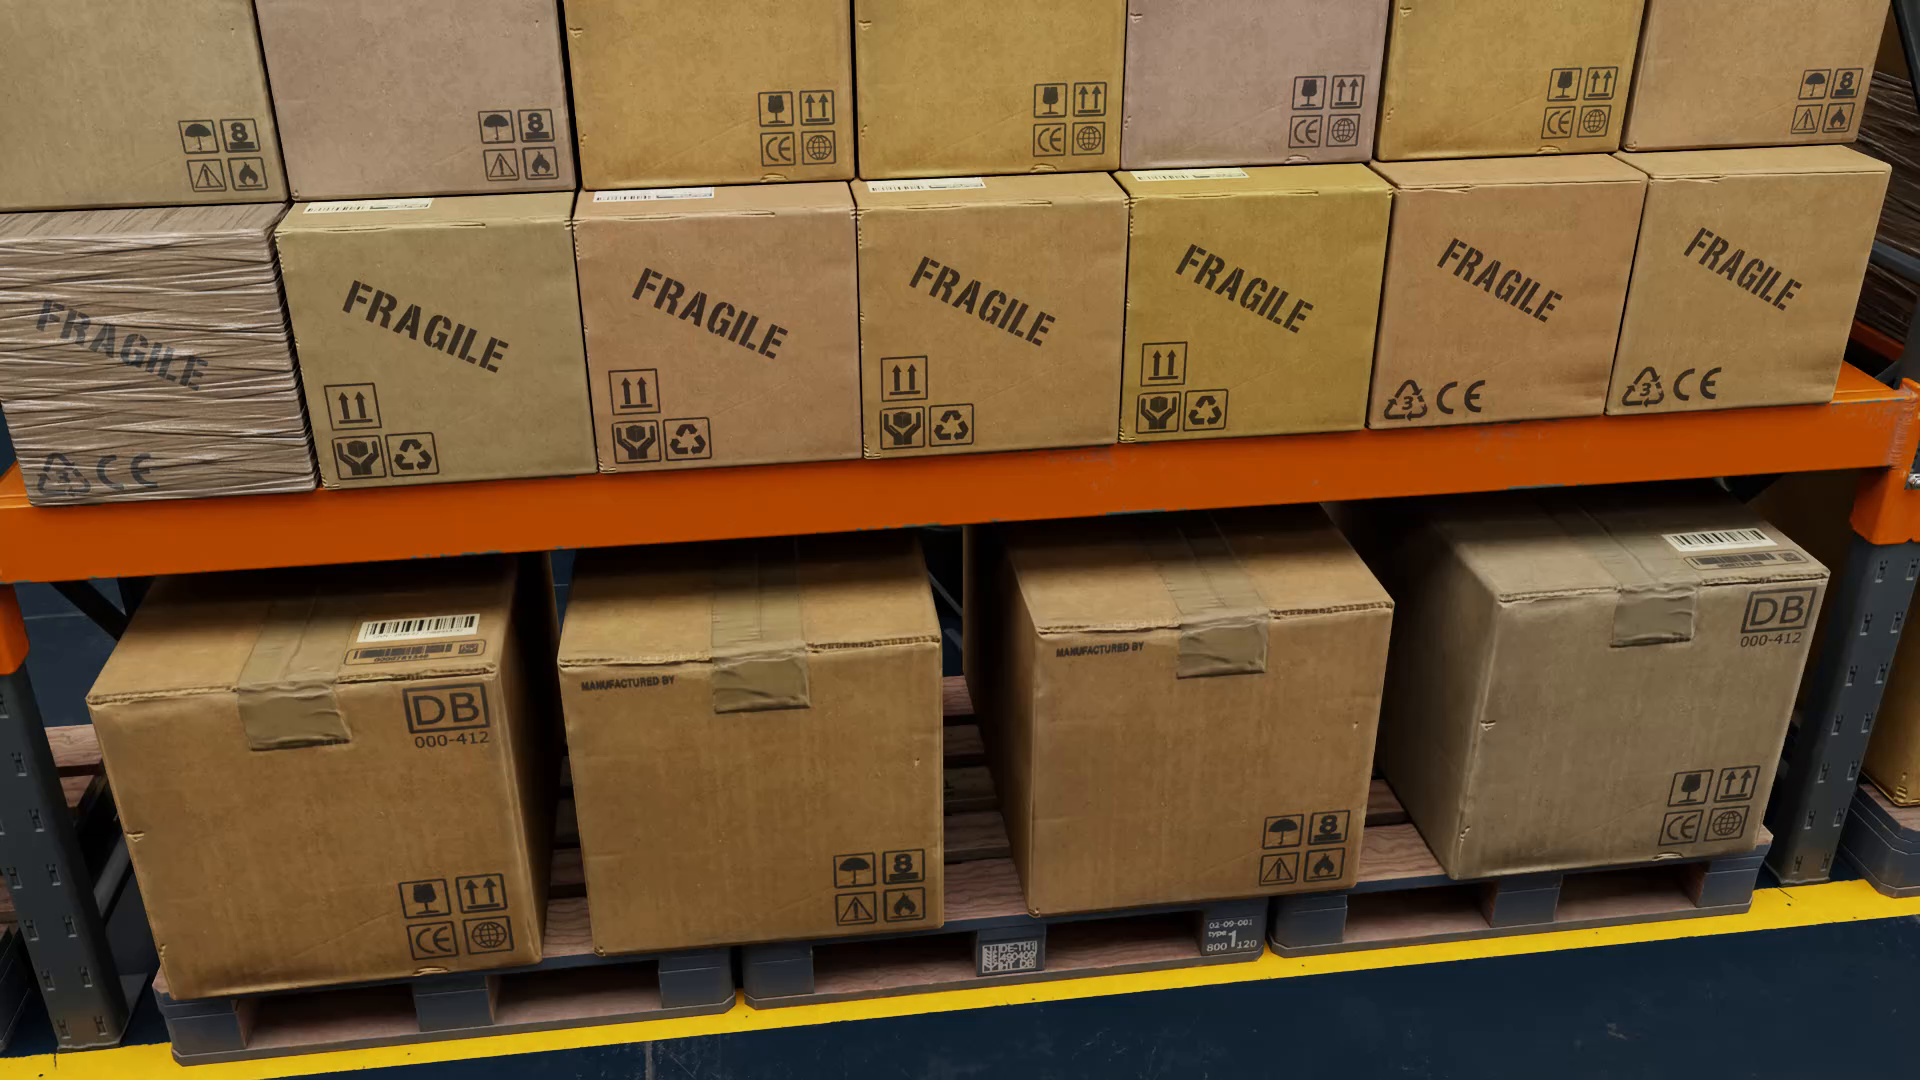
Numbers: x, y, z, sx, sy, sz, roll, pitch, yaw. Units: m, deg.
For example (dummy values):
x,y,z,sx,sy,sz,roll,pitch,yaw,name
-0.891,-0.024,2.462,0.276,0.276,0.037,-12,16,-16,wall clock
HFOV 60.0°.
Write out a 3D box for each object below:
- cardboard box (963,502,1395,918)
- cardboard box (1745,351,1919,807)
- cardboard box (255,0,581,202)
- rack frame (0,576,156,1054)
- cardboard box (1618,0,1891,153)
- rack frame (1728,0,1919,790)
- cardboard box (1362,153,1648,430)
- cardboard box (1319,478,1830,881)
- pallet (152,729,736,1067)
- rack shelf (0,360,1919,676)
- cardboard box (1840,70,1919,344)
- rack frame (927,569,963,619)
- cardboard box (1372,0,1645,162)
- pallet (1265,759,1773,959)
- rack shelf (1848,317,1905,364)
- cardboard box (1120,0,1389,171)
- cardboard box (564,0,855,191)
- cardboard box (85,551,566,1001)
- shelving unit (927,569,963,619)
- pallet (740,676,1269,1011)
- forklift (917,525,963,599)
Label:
x,y,z,sx,sy,sz,roll,pitch,yaw,name
0.451,0.244,3.993,0.750,0.750,1.050,-4,27,-7,cardboard box
2.642,0.040,4.253,0.875,0.875,0.875,-3,27,-6,cardboard box
-1.005,-1.001,3.211,0.500,0.500,0.700,-4,27,-8,cardboard box
-1.952,-0.455,3.352,0.127,3.000,1.000,-4,27,-7,rack frame
1.518,-1.165,3.530,0.500,0.500,0.700,-4,27,-8,cardboard box
2.009,-0.708,3.845,0.053,2.616,0.949,-4,27,-7,rack frame
1.029,-0.568,3.462,0.500,0.500,0.500,-4,27,-8,cardboard box
1.407,0.185,4.109,0.750,0.750,1.050,-4,27,-7,cardboard box
-1.161,0.769,4.020,1.213,0.211,1.003,-4,27,-7,pallet
0.029,-0.262,3.764,4.000,0.370,1.077,-4,27,-7,rack shelf
2.373,-0.805,3.869,0.550,0.550,0.875,-4,27,-7,cardboard box
0.112,-0.249,4.508,0.013,0.981,0.475,-11,50,-45,rack frame
1.009,-1.131,3.464,0.500,0.500,0.700,-4,27,-8,cardboard box
1.255,0.614,4.322,1.213,0.211,1.003,-4,27,-7,pallet
3.990,-0.636,4.199,3.809,0.052,0.919,-4,27,-7,rack shelf
0.509,-1.099,3.402,0.500,0.500,0.700,-3,27,-7,cardboard box
-0.498,-1.035,3.277,0.500,0.500,0.700,-4,27,-8,cardboard box
-1.336,0.361,3.766,0.750,0.750,1.050,-4,27,-8,cardboard box
0.469,-0.315,4.864,1.030,0.981,0.538,-11,50,-45,shelving unit
-1.744,-0.368,6.237,4.108,0.211,6.107,-4,27,-7,pallet
-0.754,-1.436,5.435,3.031,2.843,1.129,11,29,21,forklift
